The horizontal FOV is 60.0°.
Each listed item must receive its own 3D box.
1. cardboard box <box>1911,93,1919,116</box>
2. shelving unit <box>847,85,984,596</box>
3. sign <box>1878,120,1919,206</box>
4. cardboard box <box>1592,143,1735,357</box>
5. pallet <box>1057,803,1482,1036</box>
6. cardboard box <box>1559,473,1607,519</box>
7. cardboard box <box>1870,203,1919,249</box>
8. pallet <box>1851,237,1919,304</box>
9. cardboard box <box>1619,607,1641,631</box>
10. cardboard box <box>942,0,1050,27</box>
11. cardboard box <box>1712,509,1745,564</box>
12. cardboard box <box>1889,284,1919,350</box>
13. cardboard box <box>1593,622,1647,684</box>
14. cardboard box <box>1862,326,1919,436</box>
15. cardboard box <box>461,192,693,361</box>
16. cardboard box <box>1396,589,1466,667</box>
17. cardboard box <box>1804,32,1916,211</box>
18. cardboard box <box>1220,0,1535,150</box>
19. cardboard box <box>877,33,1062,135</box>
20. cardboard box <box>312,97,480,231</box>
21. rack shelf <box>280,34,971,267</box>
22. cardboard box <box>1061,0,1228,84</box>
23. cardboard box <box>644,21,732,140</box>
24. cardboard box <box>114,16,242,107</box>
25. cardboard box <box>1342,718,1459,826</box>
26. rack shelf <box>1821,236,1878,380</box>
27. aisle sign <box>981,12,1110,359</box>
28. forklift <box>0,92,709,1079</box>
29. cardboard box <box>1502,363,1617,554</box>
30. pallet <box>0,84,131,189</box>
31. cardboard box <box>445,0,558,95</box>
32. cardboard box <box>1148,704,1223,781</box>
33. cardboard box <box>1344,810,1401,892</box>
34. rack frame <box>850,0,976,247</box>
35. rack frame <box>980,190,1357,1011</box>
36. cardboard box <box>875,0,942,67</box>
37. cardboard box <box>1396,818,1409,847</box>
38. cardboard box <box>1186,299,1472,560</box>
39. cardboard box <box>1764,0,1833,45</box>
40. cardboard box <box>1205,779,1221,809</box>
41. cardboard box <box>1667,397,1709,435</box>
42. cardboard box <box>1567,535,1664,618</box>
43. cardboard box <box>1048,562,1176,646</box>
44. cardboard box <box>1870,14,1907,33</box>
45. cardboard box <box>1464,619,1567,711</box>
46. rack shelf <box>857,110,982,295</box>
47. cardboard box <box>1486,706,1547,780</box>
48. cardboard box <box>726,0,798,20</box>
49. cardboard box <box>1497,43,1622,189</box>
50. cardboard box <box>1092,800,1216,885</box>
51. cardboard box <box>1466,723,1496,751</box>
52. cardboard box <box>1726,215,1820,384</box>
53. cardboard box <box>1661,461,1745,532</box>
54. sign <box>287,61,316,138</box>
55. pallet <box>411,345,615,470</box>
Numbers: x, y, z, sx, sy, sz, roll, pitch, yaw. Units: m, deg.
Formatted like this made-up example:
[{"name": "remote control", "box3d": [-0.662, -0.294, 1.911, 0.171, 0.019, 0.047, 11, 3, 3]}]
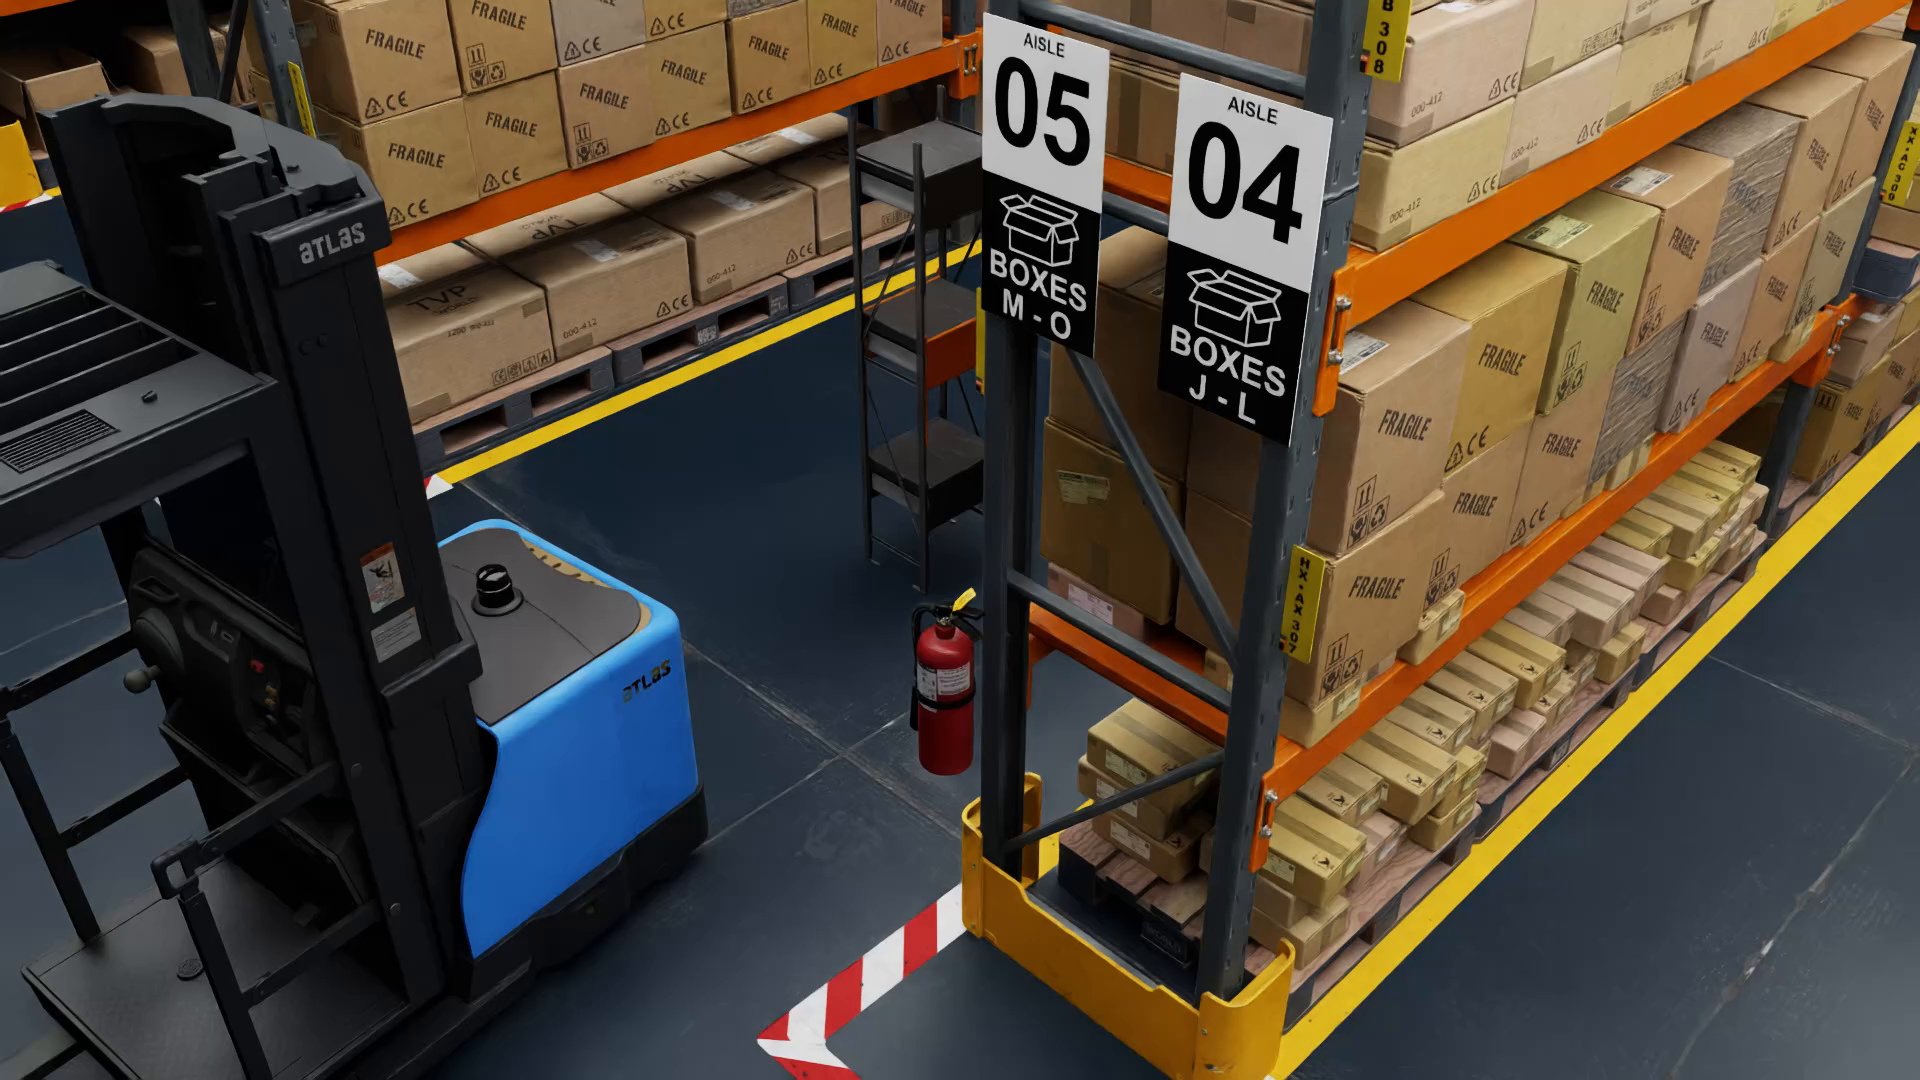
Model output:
[{"name": "cardboard box", "box3d": [4.076, -1.729, 6.940, 0.250, 0.149, 0.380, -29, 44, -34]}, {"name": "shelving unit", "box3d": [-0.117, -0.794, 7.053, 0.431, 2.100, 0.503, 30, 45, 35]}, {"name": "sign", "box3d": [3.670, -1.465, 6.472, 0.100, 0.325, 0.005, 30, 45, 35]}, {"name": "cardboard box", "box3d": [2.056, -0.968, 5.295, 0.500, 0.500, 0.500, 28, 44, 34]}, {"name": "pallet", "box3d": [1.113, 1.095, 5.995, 1.003, 0.211, 1.213, 30, 45, 35]}, {"name": "cardboard box", "box3d": [1.985, -0.252, 5.709, 0.250, 0.149, 0.380, -28, 44, -34]}, {"name": "cardboard box", "box3d": [3.884, -1.369, 6.944, 0.380, 0.149, 0.250, 27, 43, 33]}, {"name": "pallet", "box3d": [3.922, -1.499, 7.444, 1.003, 0.211, 1.213, 30, 45, 35]}, {"name": "cardboard box", "box3d": [2.513, 0.210, 6.692, 0.250, 0.149, 0.380, -29, 44, -35]}, {"name": "cardboard box", "box3d": [0.193, -3.290, 9.977, 0.500, 0.250, 0.500, 28, 44, 34]}, {"name": "cardboard box", "box3d": [3.102, -0.080, 7.107, 0.380, 0.149, 0.250, 27, 43, 33]}, {"name": "cardboard box", "box3d": [4.361, -1.191, 7.998, 0.500, 0.250, 0.500, -29, 44, -34]}, {"name": "cardboard box", "box3d": [2.516, 0.388, 6.696, 0.380, 0.149, 0.250, 29, 44, 35]}, {"name": "cardboard box", "box3d": [4.360, -0.881, 8.209, 0.500, 0.500, 0.500, -28, 43, -34]}, {"name": "cardboard box", "box3d": [-2.089, -1.460, 9.095, 0.875, 0.438, 0.875, -29, 44, -34]}, {"name": "cardboard box", "box3d": [1.300, 0.194, 5.069, 0.380, 0.149, 0.250, 28, 44, 34]}, {"name": "cardboard box", "box3d": [3.141, -1.599, 6.199, 0.500, 0.500, 0.500, 28, 44, 34]}, {"name": "cardboard box", "box3d": [0.962, -1.153, 3.853, 0.500, 0.250, 0.500, -29, 44, -35]}, {"name": "cardboard box", "box3d": [0.076, -2.864, 10.725, 0.875, 0.875, 0.875, -28, 44, -34]}, {"name": "cardboard box", "box3d": [-2.580, -1.776, 7.587, 0.500, 0.500, 0.500, 29, 44, 35]}, {"name": "rack shelf", "box3d": [-1.713, -2.173, 8.872, 1.077, 0.370, 4.000, 30, 45, 35]}, {"name": "cardboard box", "box3d": [0.606, -1.365, 4.157, 0.500, 0.250, 0.500, 28, 44, 34]}, {"name": "cardboard box", "box3d": [-1.532, -2.402, 8.485, 0.500, 0.500, 0.500, -28, 44, -34]}, {"name": "cardboard box", "box3d": [-5.519, -3.343, 11.740, 0.500, 0.500, 0.700, -28, 44, -34]}, {"name": "cardboard box", "box3d": [1.449, 0.764, 5.637, 0.380, 0.149, 0.250, 29, 44, 35]}, {"name": "rack shelf", "box3d": [4.689, -1.843, 8.399, 1.077, 0.370, 4.000, 30, 45, 35]}, {"name": "aisle sign", "box3d": [0.197, -0.860, 4.088, 0.394, 0.787, 0.004, 30, 45, 35]}, {"name": "forklift", "box3d": [-2.229, 0.410, 4.600, 1.130, 2.935, 3.031, 24, 42, 31]}, {"name": "cardboard box", "box3d": [1.687, -0.357, 5.293, 0.500, 0.500, 0.500, -29, 44, -35]}, {"name": "pallet", "box3d": [-6.033, -2.866, 11.675, 1.003, 0.211, 1.213, 30, 45, 35]}, {"name": "cardboard box", "box3d": [-2.223, -2.400, 7.607, 0.500, 0.500, 0.500, 28, 44, 34]}, {"name": "cardboard box", "box3d": [0.873, 0.655, 5.793, 0.250, 0.149, 0.380, -29, 44, -35]}, {"name": "cardboard box", "box3d": [1.246, 0.975, 5.594, 0.380, 0.149, 0.250, 29, 44, 35]}, {"name": "rack frame", "box3d": [-0.304, -3.280, 9.831, 1.000, 3.000, 0.127, 30, 45, 35]}, {"name": "rack frame", "box3d": [0.462, 0.298, 4.700, 1.000, 3.000, 0.127, 30, 45, 35]}, {"name": "cardboard box", "box3d": [-0.450, -3.029, 9.384, 0.500, 0.500, 0.500, -29, 44, -35]}, {"name": "cardboard box", "box3d": [1.354, 0.969, 5.864, 0.250, 0.149, 0.380, -29, 44, -35]}, {"name": "cardboard box", "box3d": [0.966, -0.350, 4.409, 0.500, 0.500, 0.500, 29, 44, 35]}, {"name": "cardboard box", "box3d": [2.408, -1.782, 5.192, 0.500, 0.250, 0.500, 29, 44, 35]}, {"name": "cardboard box", "box3d": [0.853, 0.759, 5.904, 0.380, 0.149, 0.250, 28, 44, 34]}, {"name": "cardboard box", "box3d": [2.541, -0.562, 6.154, 0.380, 0.149, 0.250, 27, 43, 34]}, {"name": "cardboard box", "box3d": [2.528, 0.121, 6.559, 0.380, 0.149, 0.250, 27, 43, 33]}, {"name": "cardboard box", "box3d": [0.491, 0.155, 5.125, 0.380, 0.149, 0.250, 30, 45, 35]}, {"name": "cardboard box", "box3d": [4.343, -2.409, 7.915, 0.380, 0.149, 0.250, 27, 43, 33]}, {"name": "cardboard box", "box3d": [1.985, 0.433, 6.112, 0.250, 0.149, 0.380, -29, 44, -35]}, {"name": "rack shelf", "box3d": [-0.117, -1.357, 6.660, 0.431, 0.518, 0.480, 30, 45, 35]}, {"name": "cardboard box", "box3d": [1.962, 0.701, 6.248, 0.380, 0.149, 0.250, 27, 43, 33]}, {"name": "cardboard box", "box3d": [-1.156, -3.015, 8.489, 0.500, 0.500, 0.500, -29, 44, -35]}, {"name": "cardboard box", "box3d": [1.333, -1.162, 4.303, 0.500, 0.250, 0.500, -28, 44, -34]}, {"name": "cardboard box", "box3d": [0.684, 0.997, 5.823, 0.250, 0.149, 0.380, -29, 44, -35]}, {"name": "cardboard box", "box3d": [1.733, 0.634, 6.084, 0.380, 0.149, 0.250, 27, 43, 33]}, {"name": "cardboard box", "box3d": [2.773, -0.968, 6.169, 0.500, 0.500, 0.500, 28, 44, 34]}, {"name": "cardboard box", "box3d": [3.062, -0.204, 7.025, 0.250, 0.149, 0.380, -29, 44, -35]}, {"name": "sign", "box3d": [-2.733, -1.817, 6.908, 0.100, 0.325, 0.005, 30, 45, 35]}, {"name": "pallet", "box3d": [-2.615, -0.868, 8.811, 1.003, 0.211, 1.213, 30, 45, 35]}]
